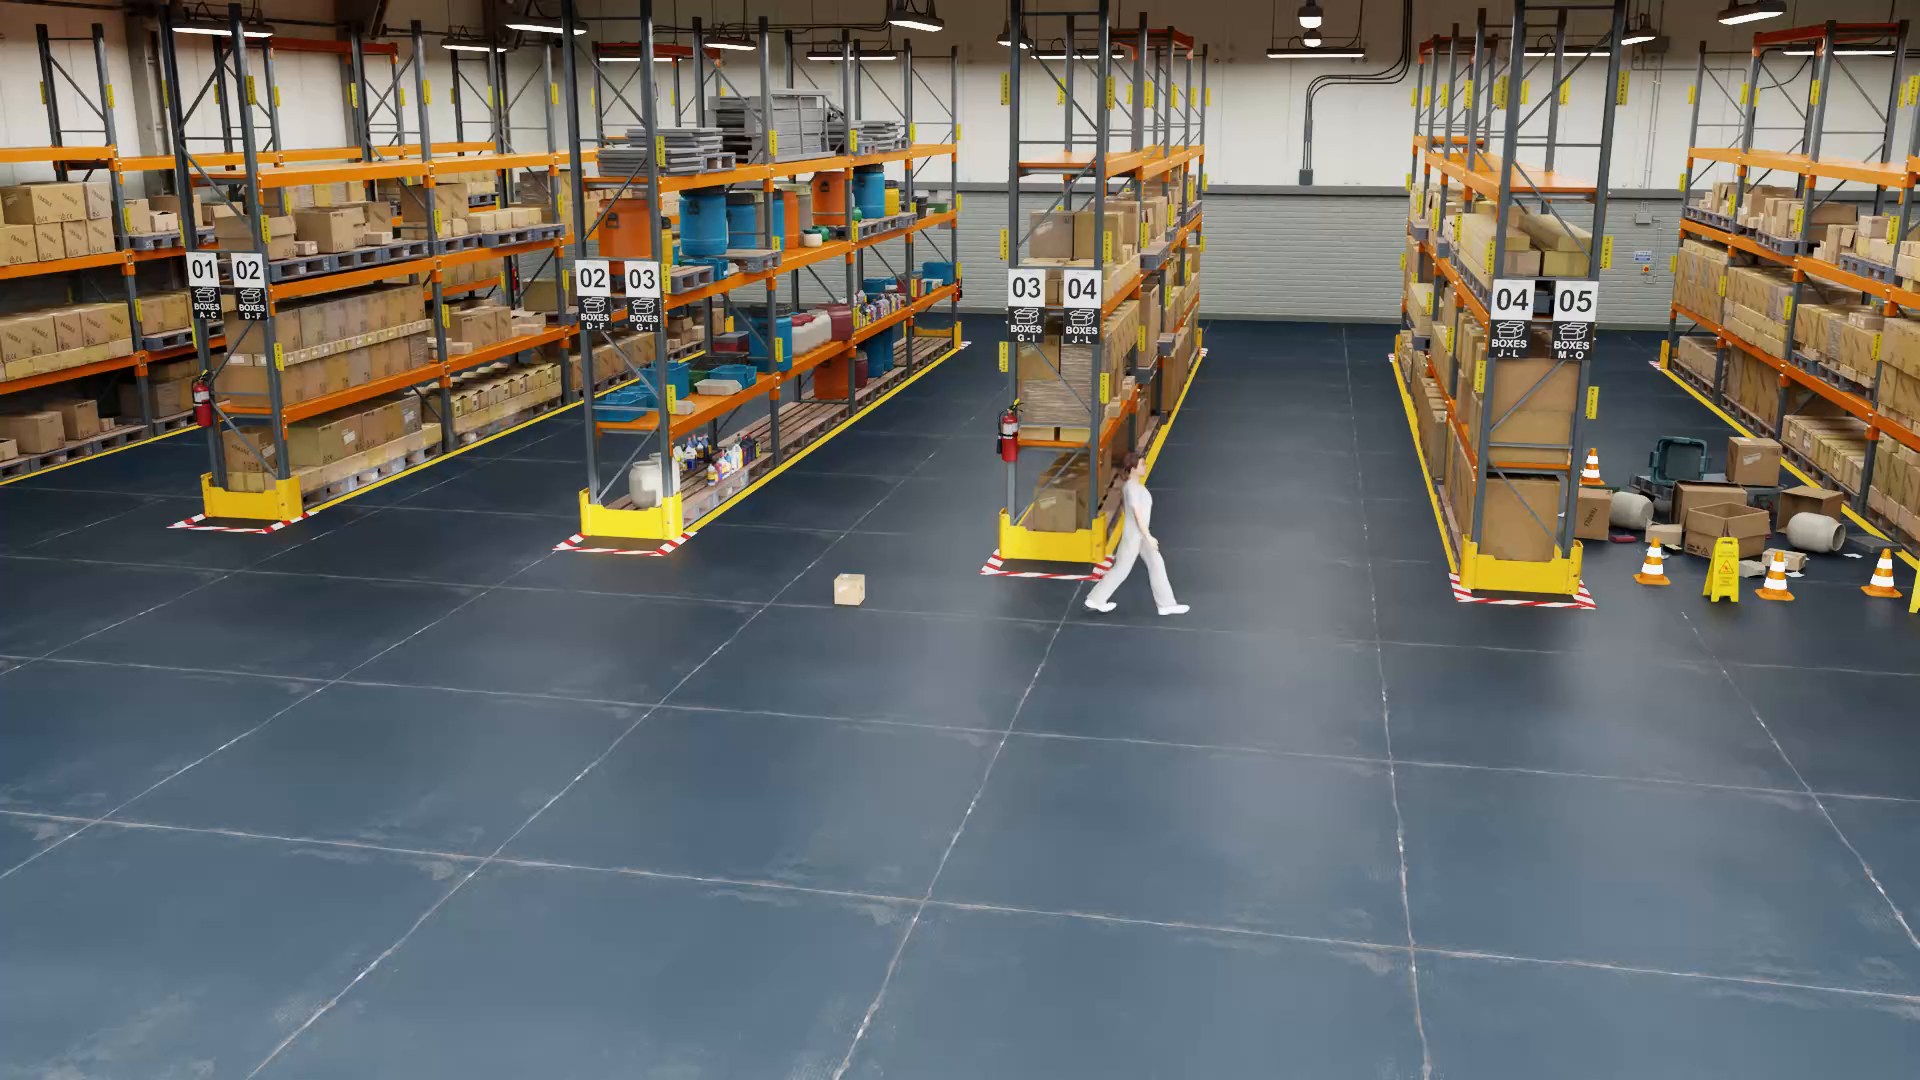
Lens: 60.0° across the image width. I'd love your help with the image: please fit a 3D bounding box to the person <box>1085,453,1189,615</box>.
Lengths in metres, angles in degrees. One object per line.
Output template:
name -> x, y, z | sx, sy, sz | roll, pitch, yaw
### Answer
person -> 1.742, -0.050, 16.209 | 1.020, 1.622, 0.460 | 3, 15, 10
